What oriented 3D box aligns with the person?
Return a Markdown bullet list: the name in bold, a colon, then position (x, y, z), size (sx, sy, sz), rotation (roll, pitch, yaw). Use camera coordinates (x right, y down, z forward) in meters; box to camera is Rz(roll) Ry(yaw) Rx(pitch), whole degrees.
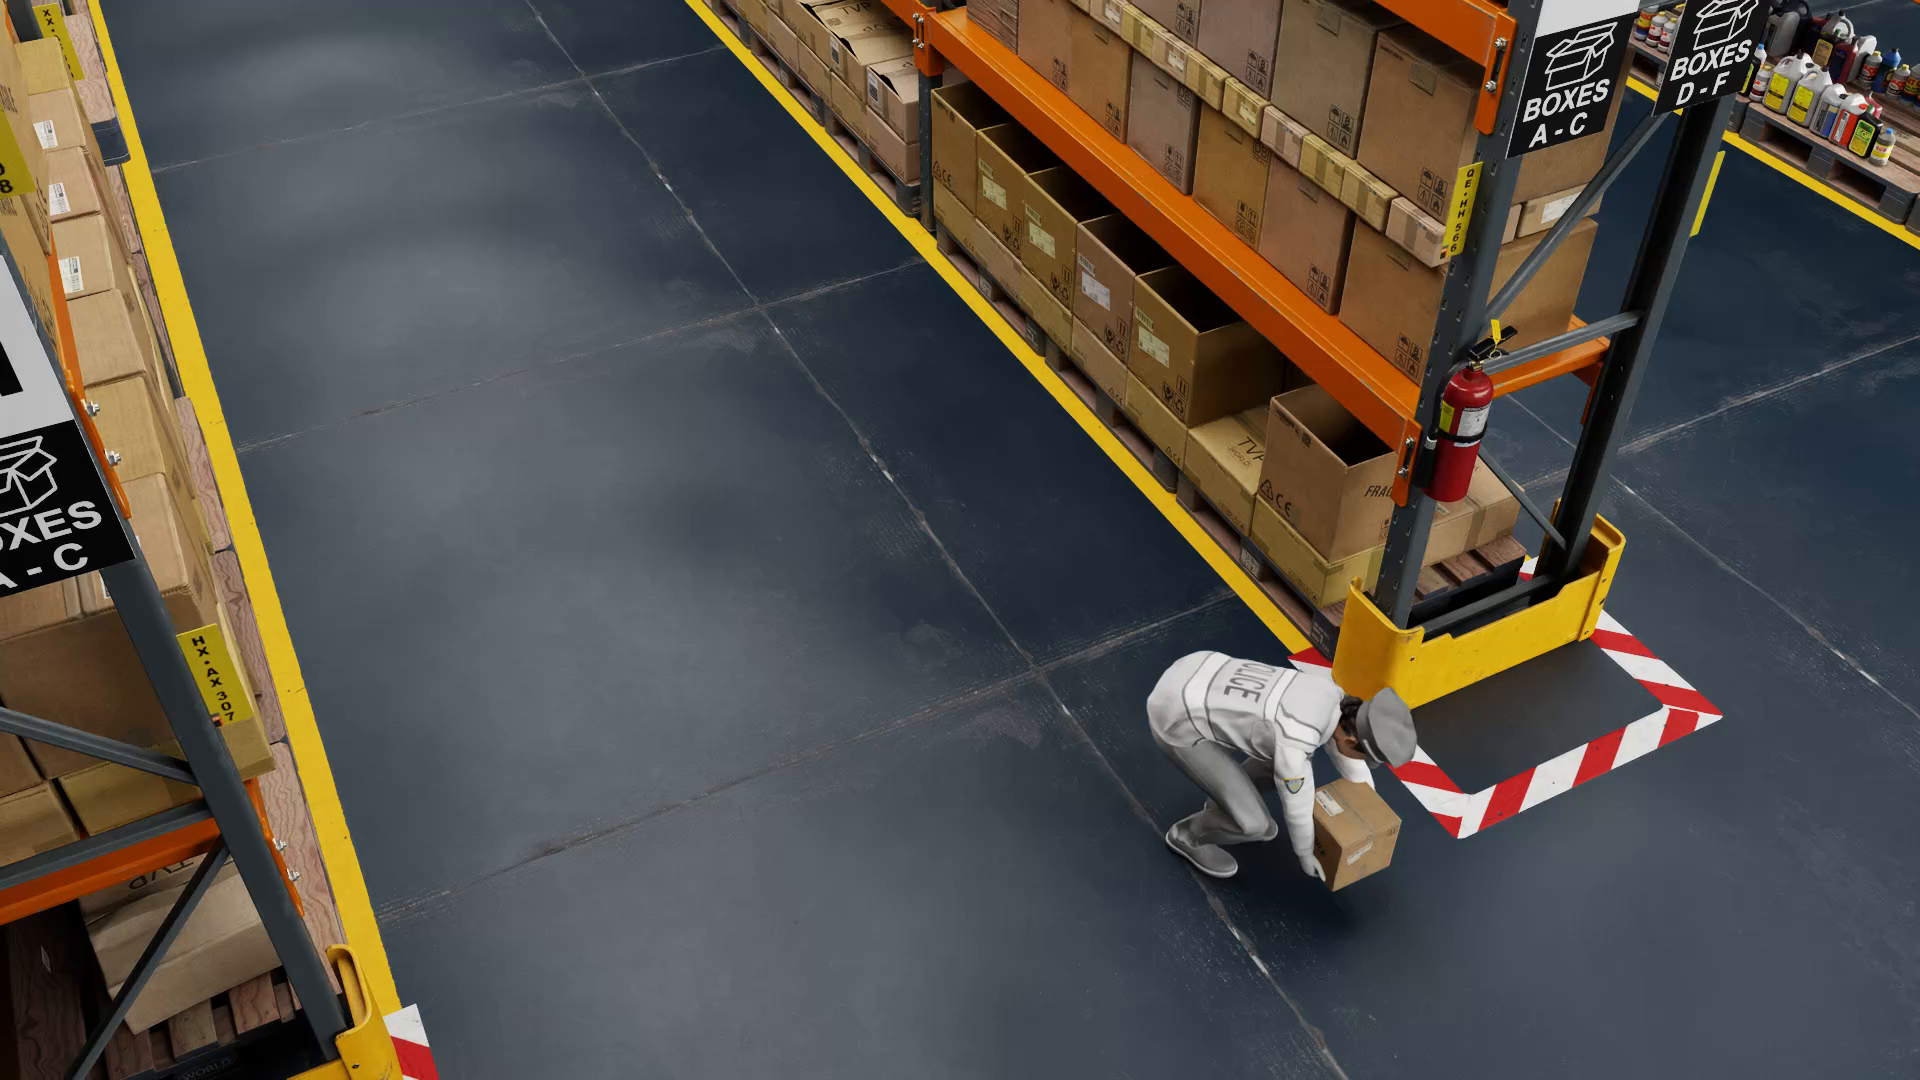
- **person**: position (1.084, 0.791, 5.789), size (0.908, 0.974, 0.454), rotation (22, 46, 23)
